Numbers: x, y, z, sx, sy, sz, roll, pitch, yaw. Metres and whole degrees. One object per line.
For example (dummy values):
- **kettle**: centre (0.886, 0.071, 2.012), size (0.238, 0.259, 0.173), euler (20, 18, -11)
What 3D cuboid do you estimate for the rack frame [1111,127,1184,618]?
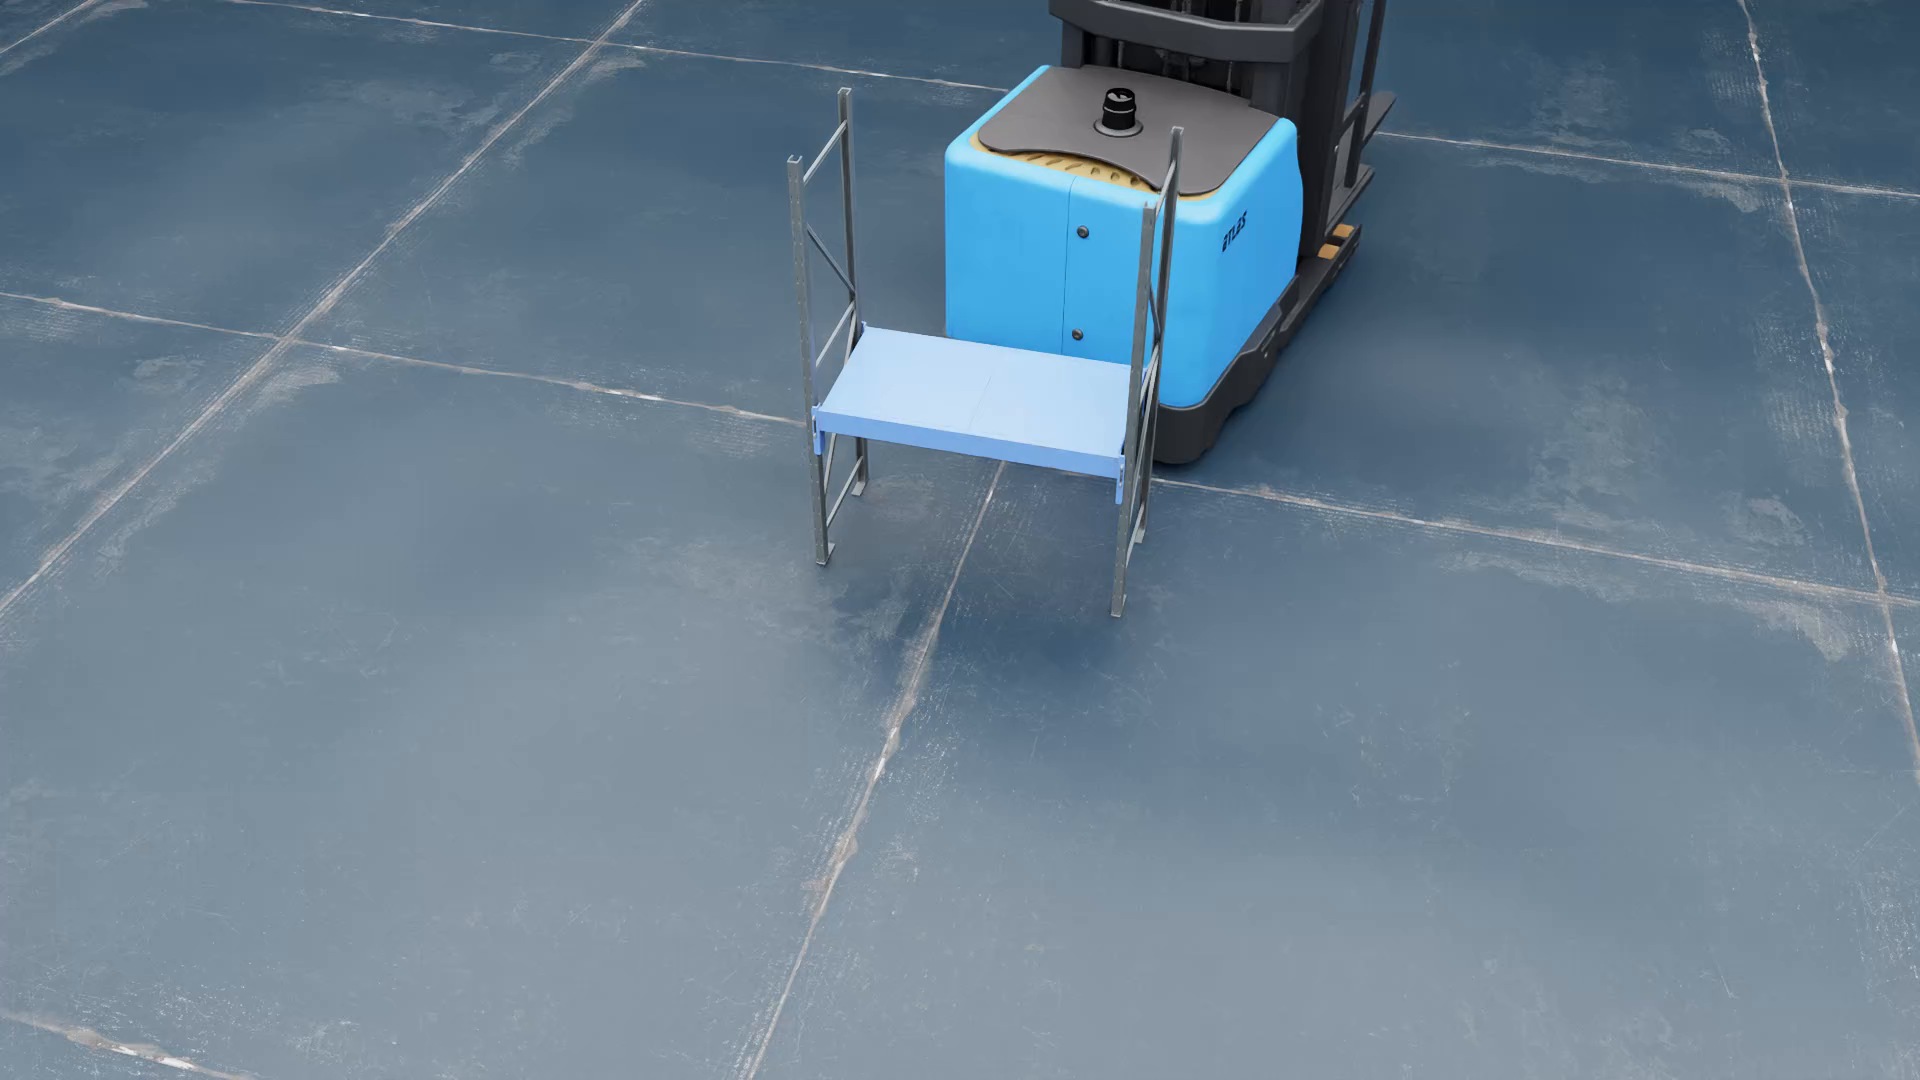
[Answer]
- **rack frame**: centre (0.573, -0.476, 5.150), size (0.032, 1.500, 0.500), euler (10, 41, 11)

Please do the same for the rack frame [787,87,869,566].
- **rack frame**: centre (-0.409, -0.645, 5.351), size (0.032, 1.500, 0.500), euler (10, 41, 11)

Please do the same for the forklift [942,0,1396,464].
- **forklift**: centre (1.071, -2.332, 6.247), size (1.130, 2.935, 3.031), euler (19, 44, 21)

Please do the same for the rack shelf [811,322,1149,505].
- **rack shelf**: centre (0.082, -0.422, 5.366), size (1.000, 0.185, 0.538), euler (10, 41, 11)

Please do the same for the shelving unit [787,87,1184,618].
- **shelving unit**: centre (0.082, -0.560, 5.251), size (1.048, 1.500, 0.538), euler (10, 41, 11)
